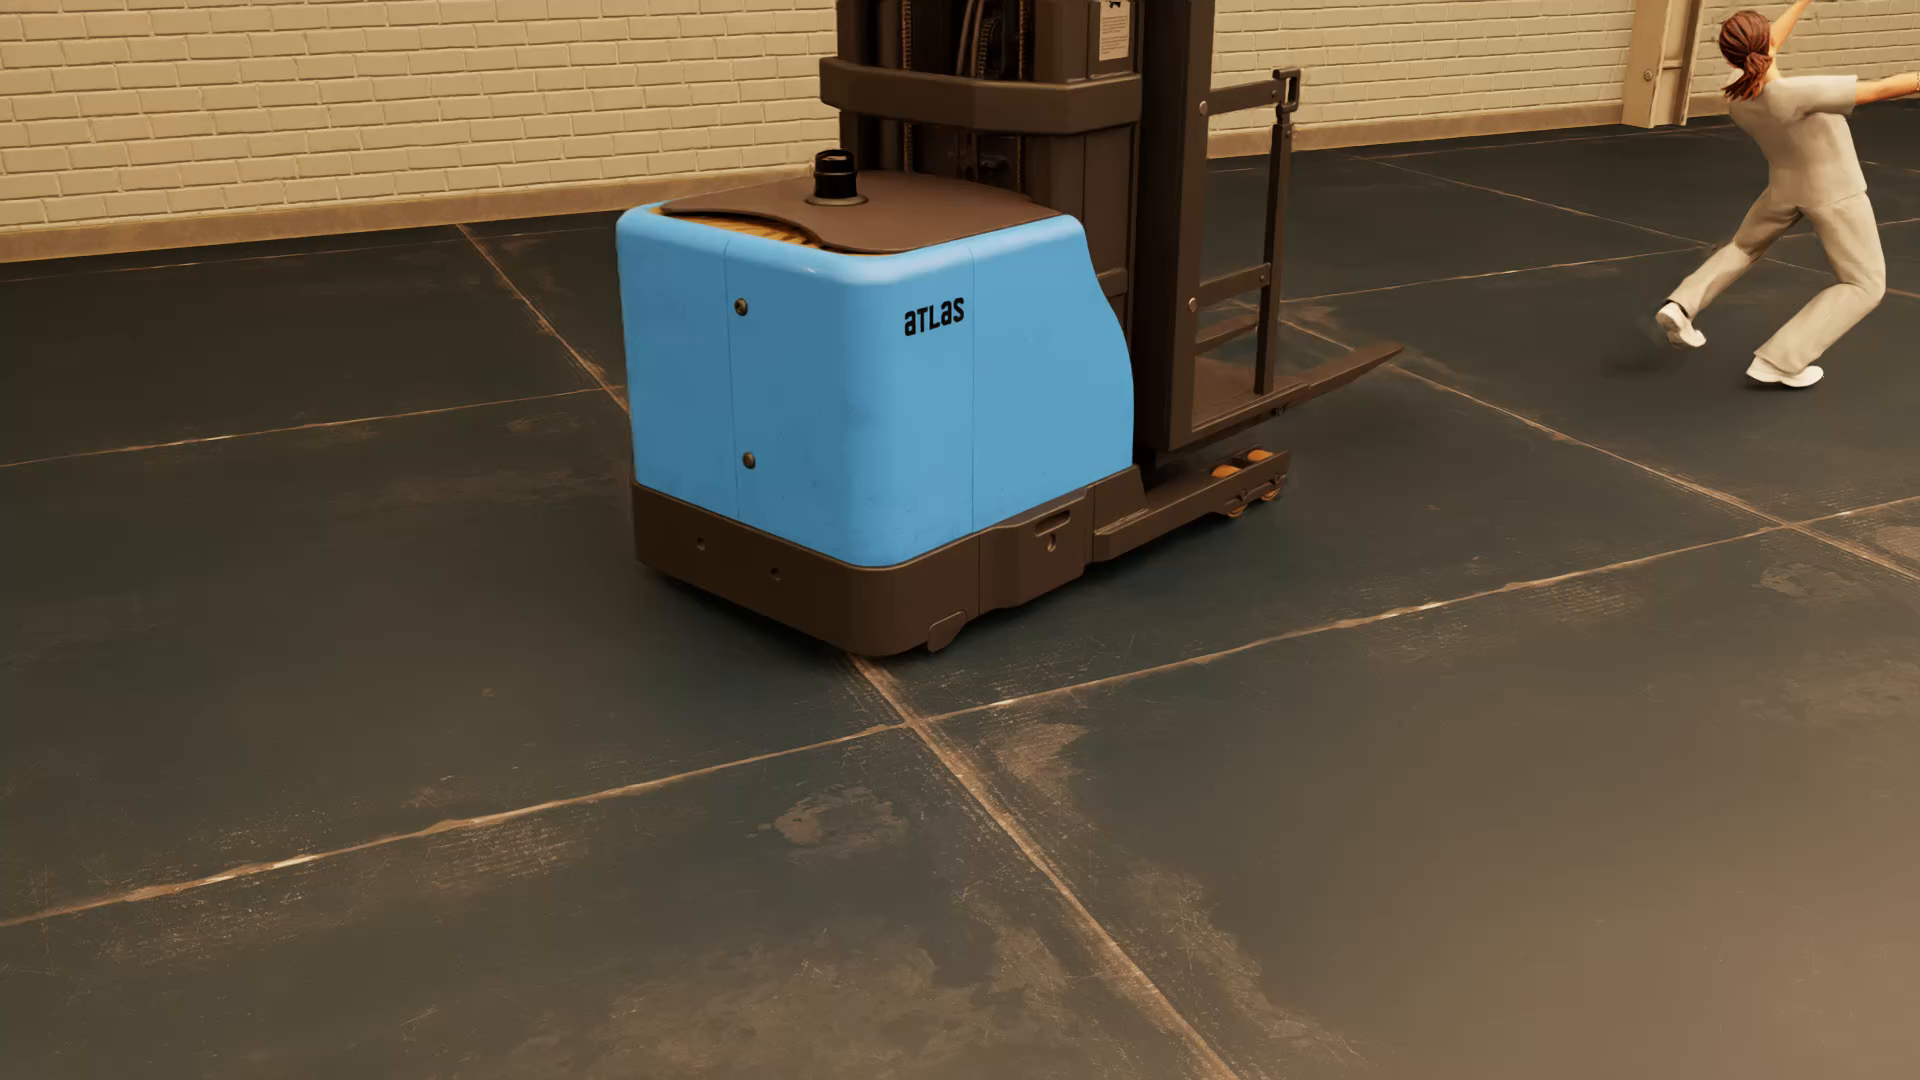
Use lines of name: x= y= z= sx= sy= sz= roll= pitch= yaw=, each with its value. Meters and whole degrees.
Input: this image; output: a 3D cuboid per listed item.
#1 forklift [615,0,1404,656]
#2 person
forklift: x=0.422 y=-1.541 z=4.995 sx=1.130 sy=2.935 sz=3.031 roll=19 pitch=29 yaw=38
person: x=3.235 y=-1.329 z=6.283 sx=0.654 sy=1.533 sz=0.980 roll=-12 pitch=25 yaw=-26
